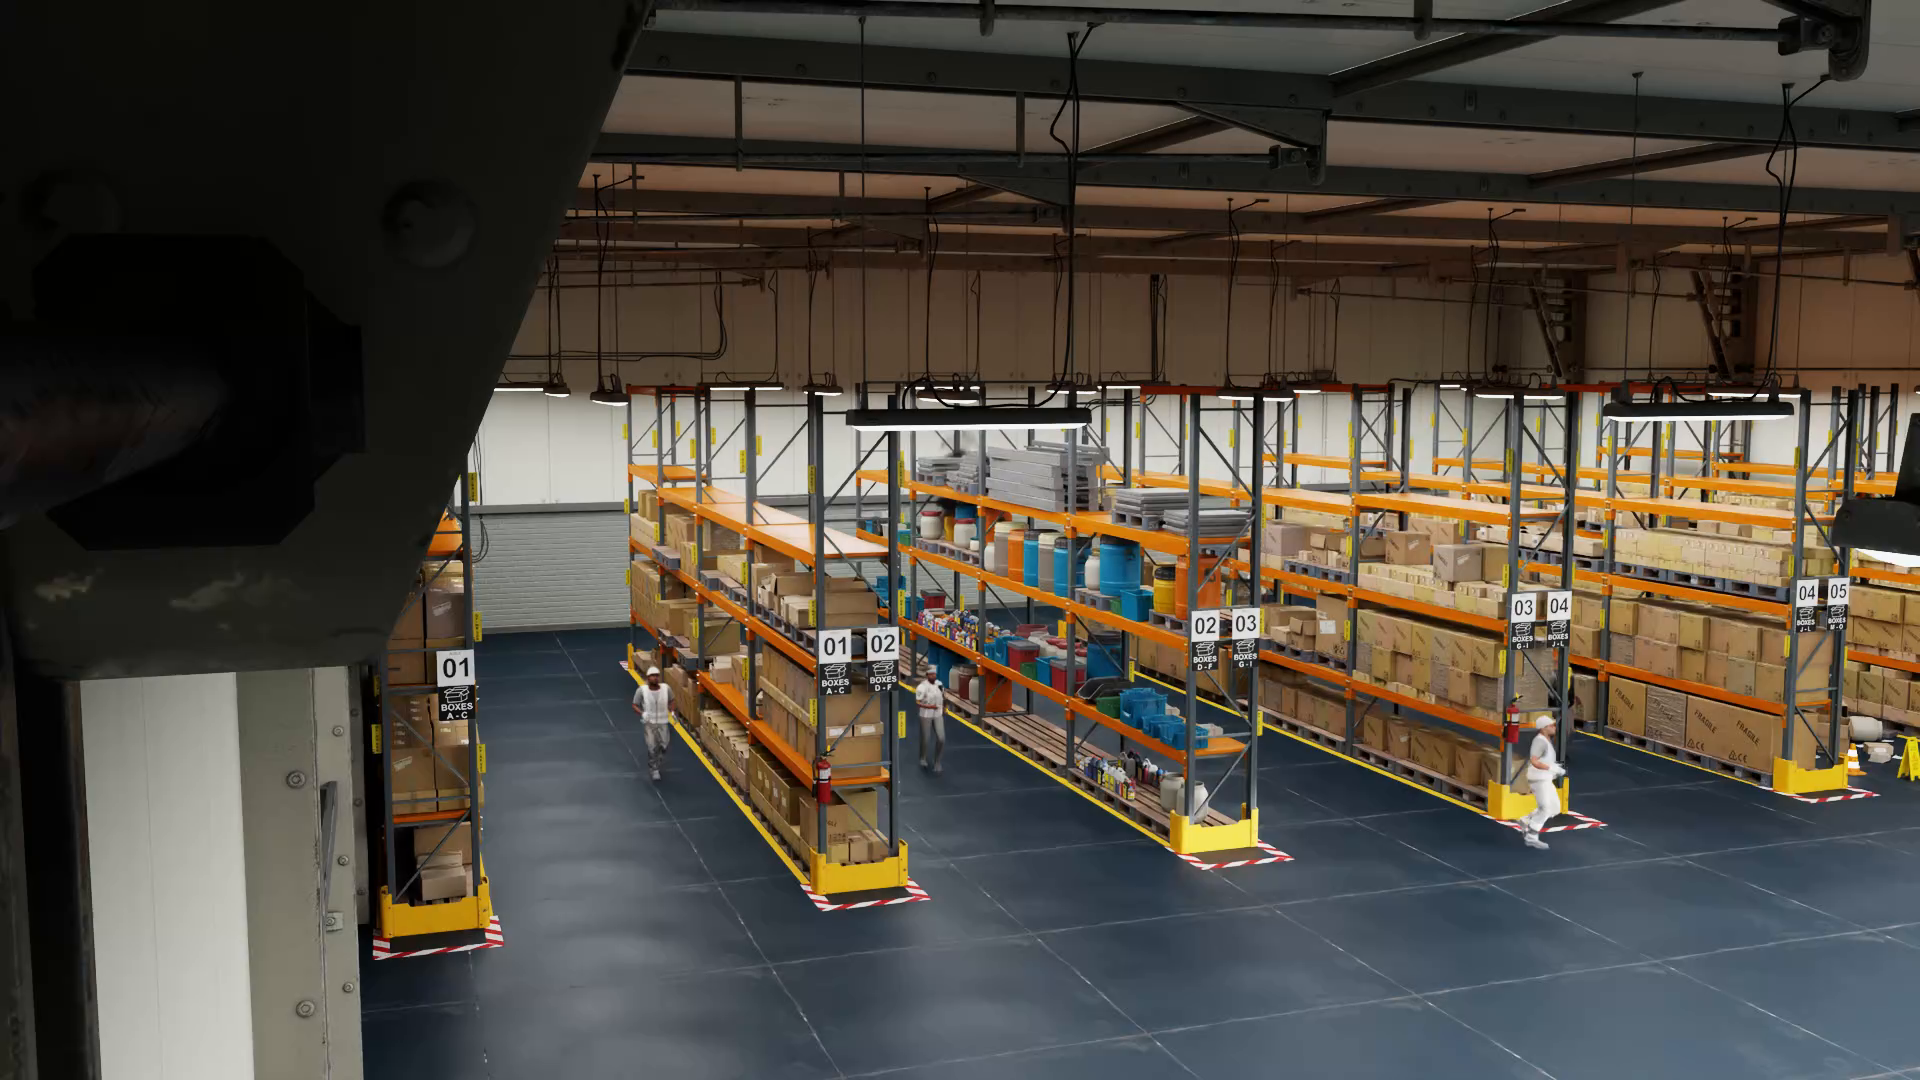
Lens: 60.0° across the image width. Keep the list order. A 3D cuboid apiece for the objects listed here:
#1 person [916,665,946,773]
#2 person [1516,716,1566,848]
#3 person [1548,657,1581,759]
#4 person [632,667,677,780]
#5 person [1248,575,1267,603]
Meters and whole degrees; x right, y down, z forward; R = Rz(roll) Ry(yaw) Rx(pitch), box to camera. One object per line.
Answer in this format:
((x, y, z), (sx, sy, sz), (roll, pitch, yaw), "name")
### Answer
((-0.438, 2.809, 26.151), (0.584, 1.750, 0.718), (-3, 6, -23), "person")
((7.750, 3.194, 22.093), (0.627, 1.729, 0.680), (4, 7, 31), "person")
((9.759, 2.703, 27.080), (0.653, 1.674, 0.584), (-4, 7, -34), "person")
((-4.710, 2.823, 25.692), (0.685, 1.736, 0.599), (-2, 6, -20), "person")
((6.631, 1.604, 37.450), (0.734, 1.715, 0.730), (-1, 6, -11), "person")
